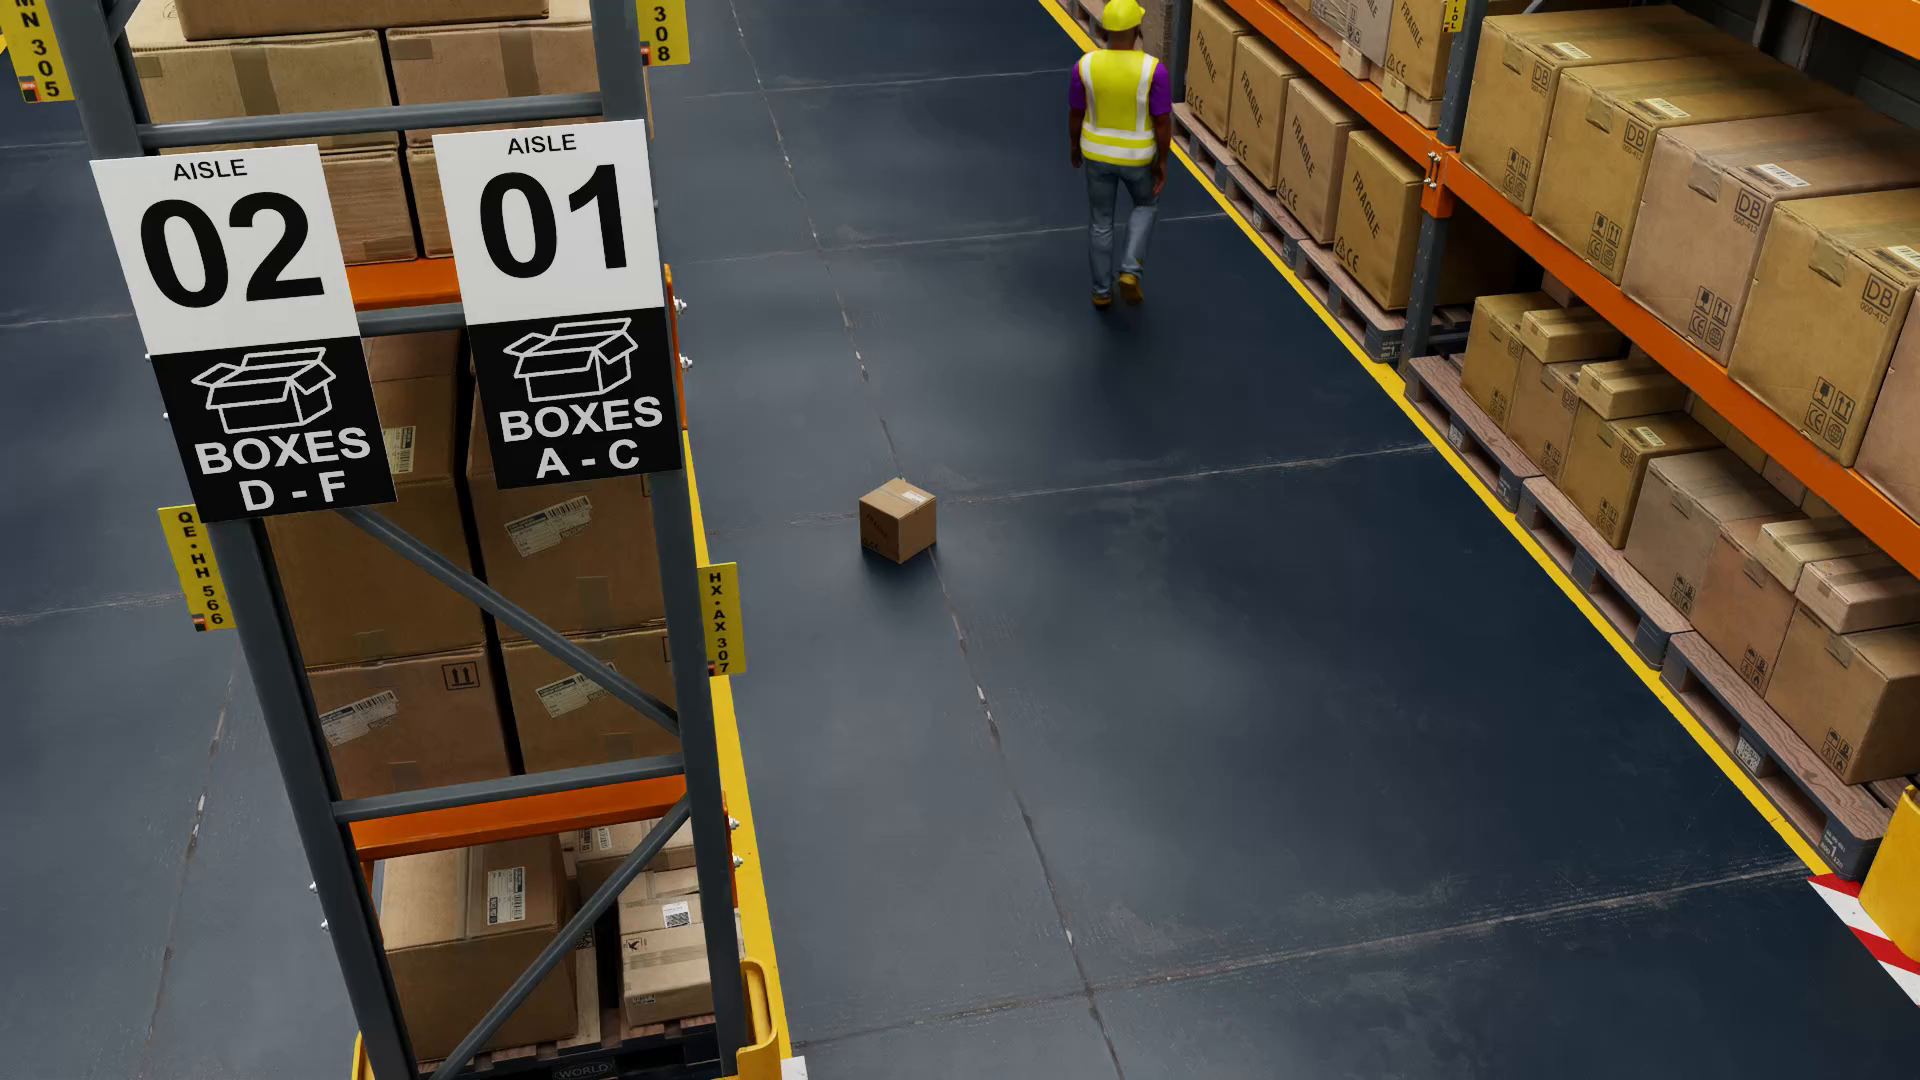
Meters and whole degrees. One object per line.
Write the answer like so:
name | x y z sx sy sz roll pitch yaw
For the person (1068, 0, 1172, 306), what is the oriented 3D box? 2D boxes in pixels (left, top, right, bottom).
person | 0.888 -2.148 9.254 0.585 1.783 0.461 7 35 11
